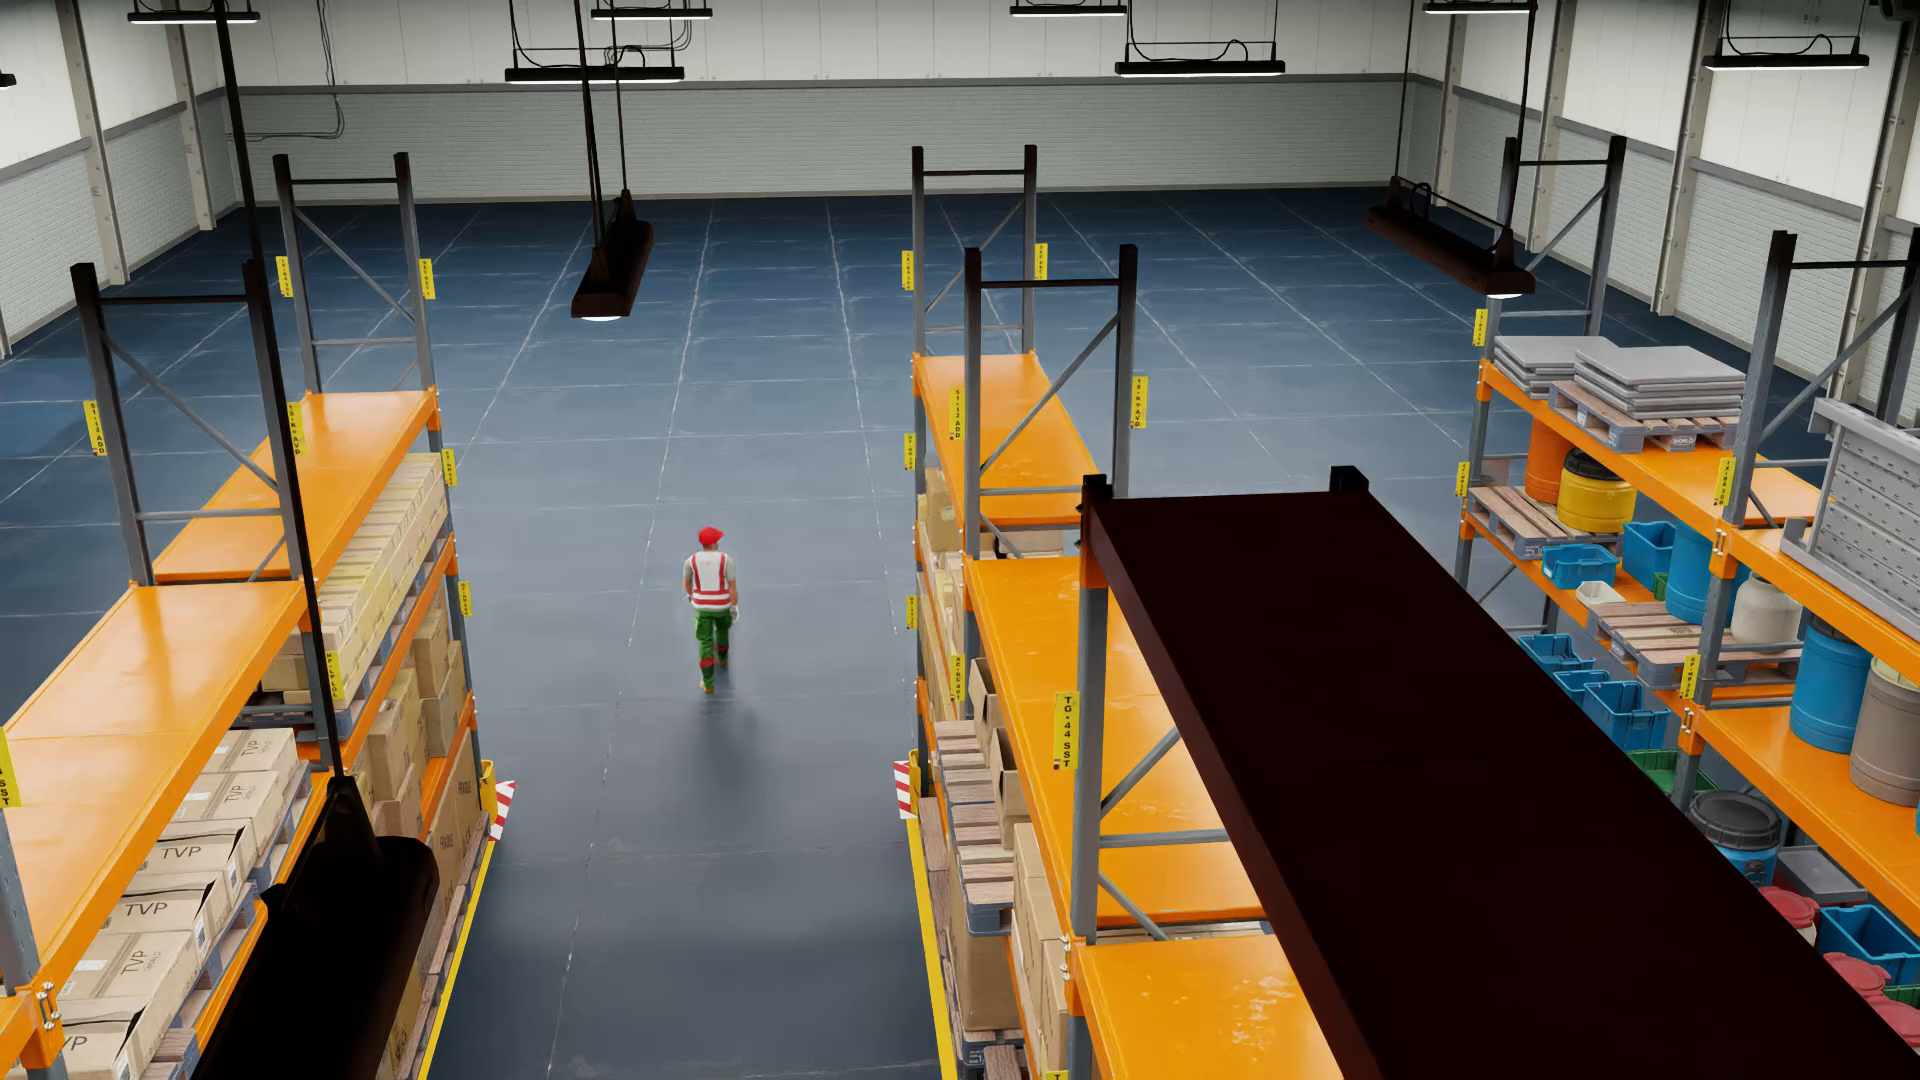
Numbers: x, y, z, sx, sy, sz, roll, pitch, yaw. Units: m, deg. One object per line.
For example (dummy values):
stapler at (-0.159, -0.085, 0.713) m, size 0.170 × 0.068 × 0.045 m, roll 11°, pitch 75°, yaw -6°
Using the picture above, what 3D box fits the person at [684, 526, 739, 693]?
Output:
person at (-2.615, 0.637, 17.580) m, size 0.565 × 1.746 × 0.978 m, roll -2°, pitch 22°, yaw -5°
